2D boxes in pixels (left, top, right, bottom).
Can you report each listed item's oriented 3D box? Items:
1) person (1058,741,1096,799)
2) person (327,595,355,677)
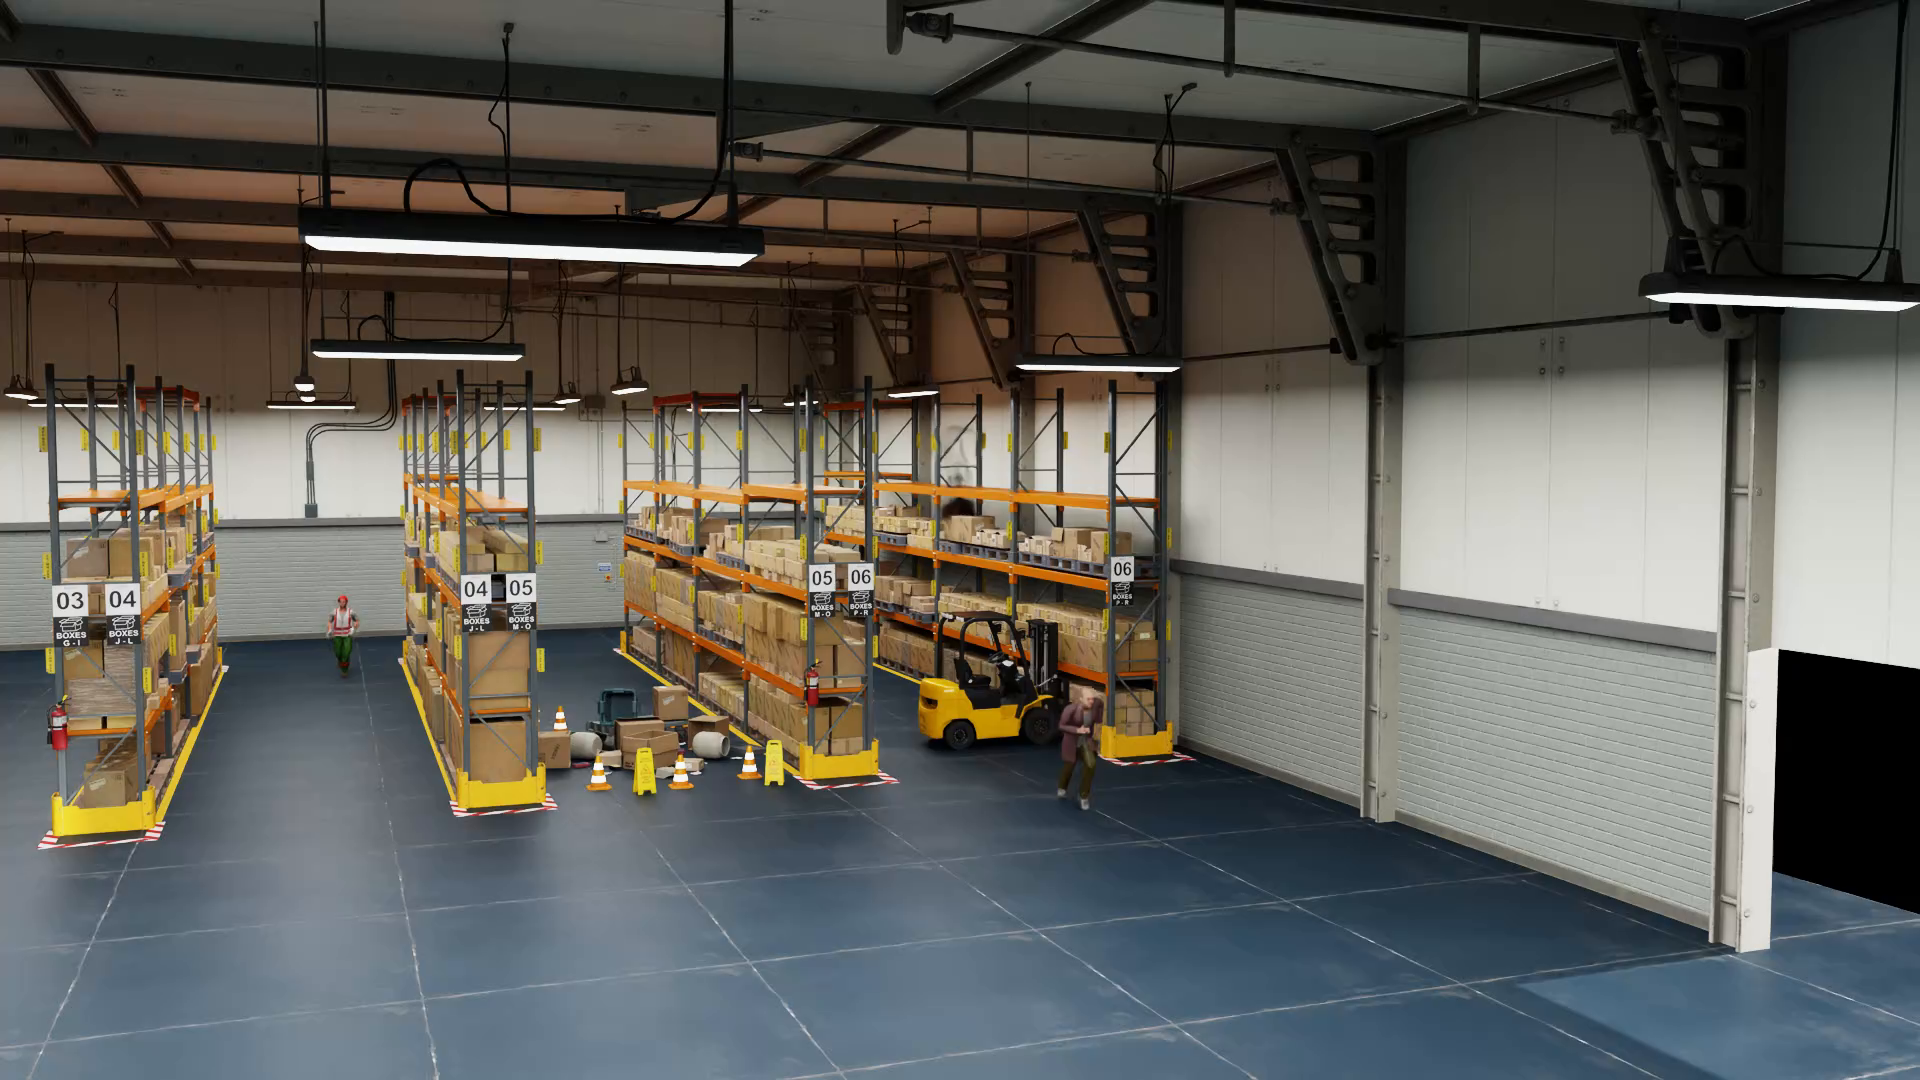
[{"bbox_3d":[1.594,3.057,23.002,0.374,0.930,0.876,-1,4,-20],"label":"person"},{"bbox_3d":[-13.255,2.057,35.632,0.566,1.741,0.606,-1,3,-15],"label":"person"}]
